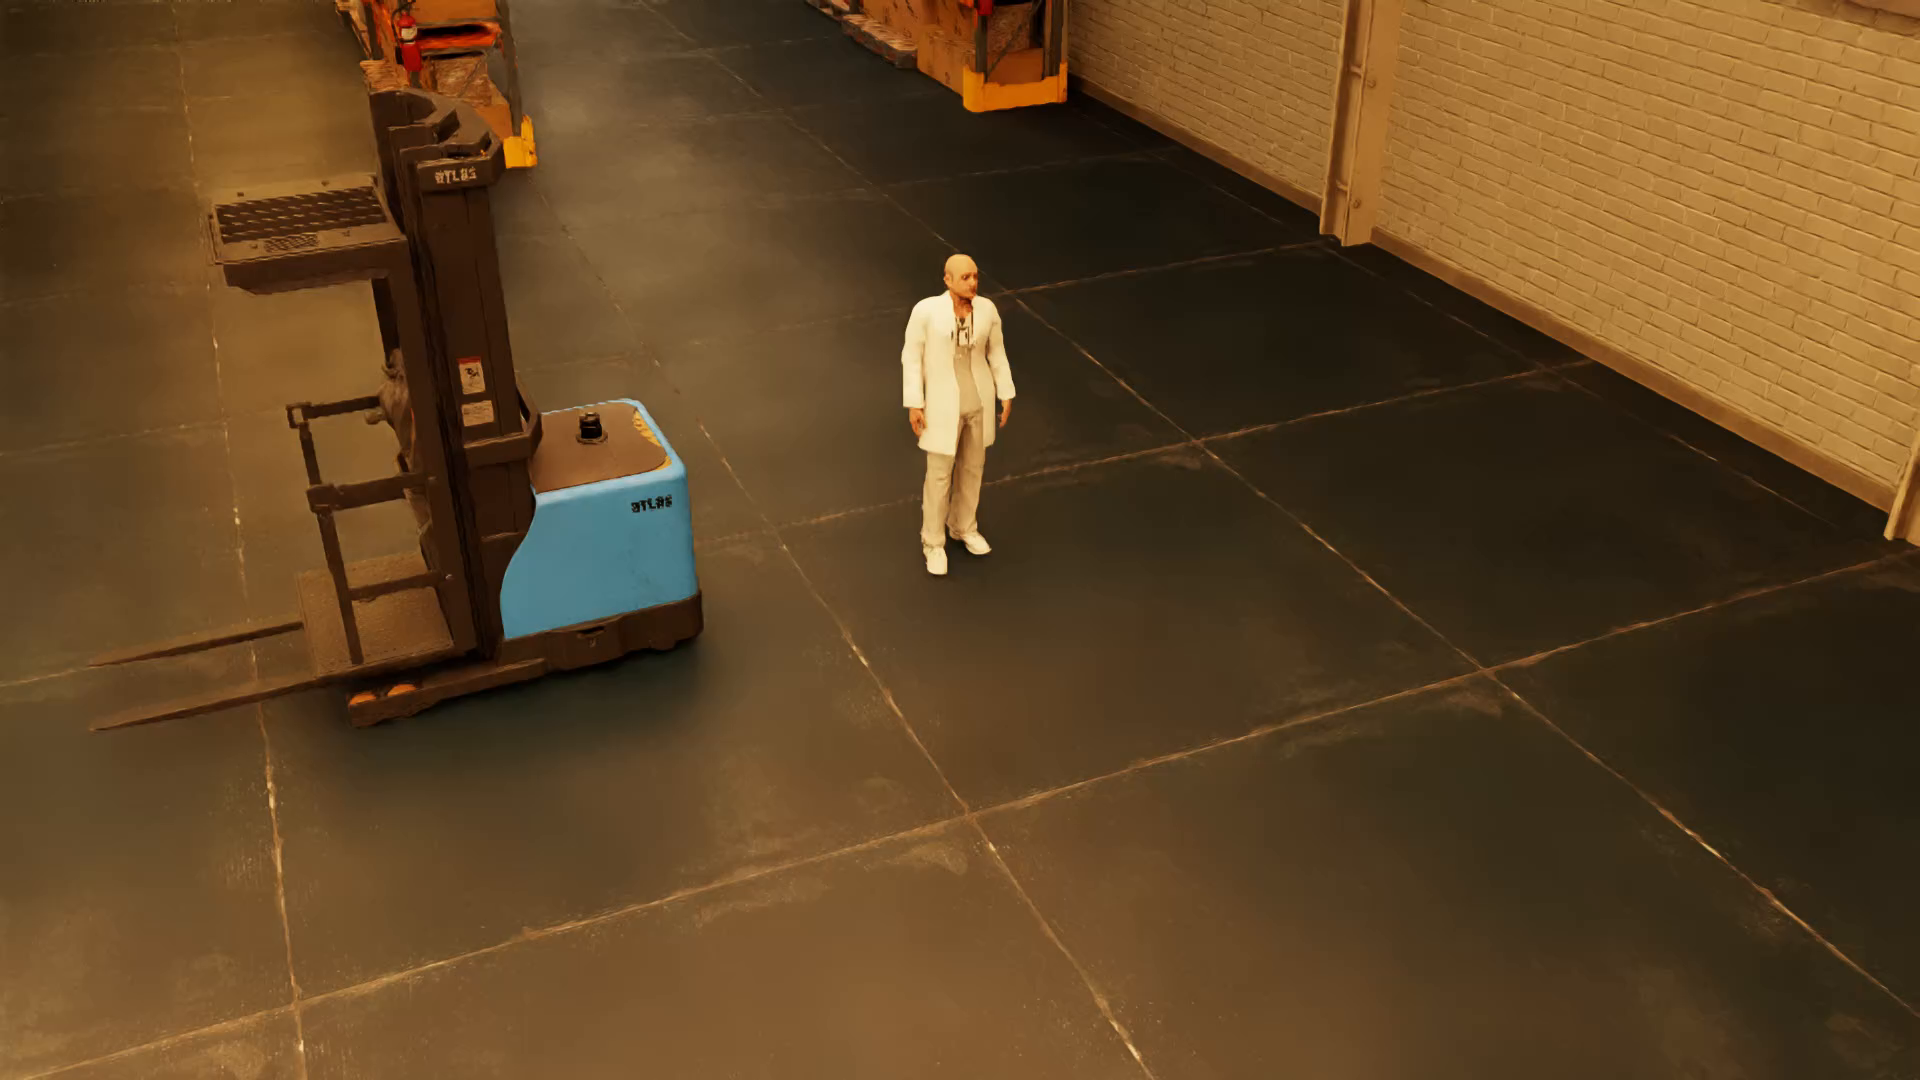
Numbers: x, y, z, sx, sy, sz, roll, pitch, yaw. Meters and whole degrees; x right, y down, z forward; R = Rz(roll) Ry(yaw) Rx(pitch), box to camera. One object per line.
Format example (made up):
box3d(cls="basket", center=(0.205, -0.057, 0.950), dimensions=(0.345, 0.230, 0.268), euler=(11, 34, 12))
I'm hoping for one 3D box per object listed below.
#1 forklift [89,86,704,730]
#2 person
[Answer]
box3d(cls="forklift", center=(-2.963, -0.628, 8.218), dimensions=(3.031, 2.935, 1.130), euler=(-13, 32, -21))
box3d(cls="person", center=(0.032, -0.736, 9.554), dimensions=(0.694, 1.776, 0.579), euler=(-12, 32, -20))
